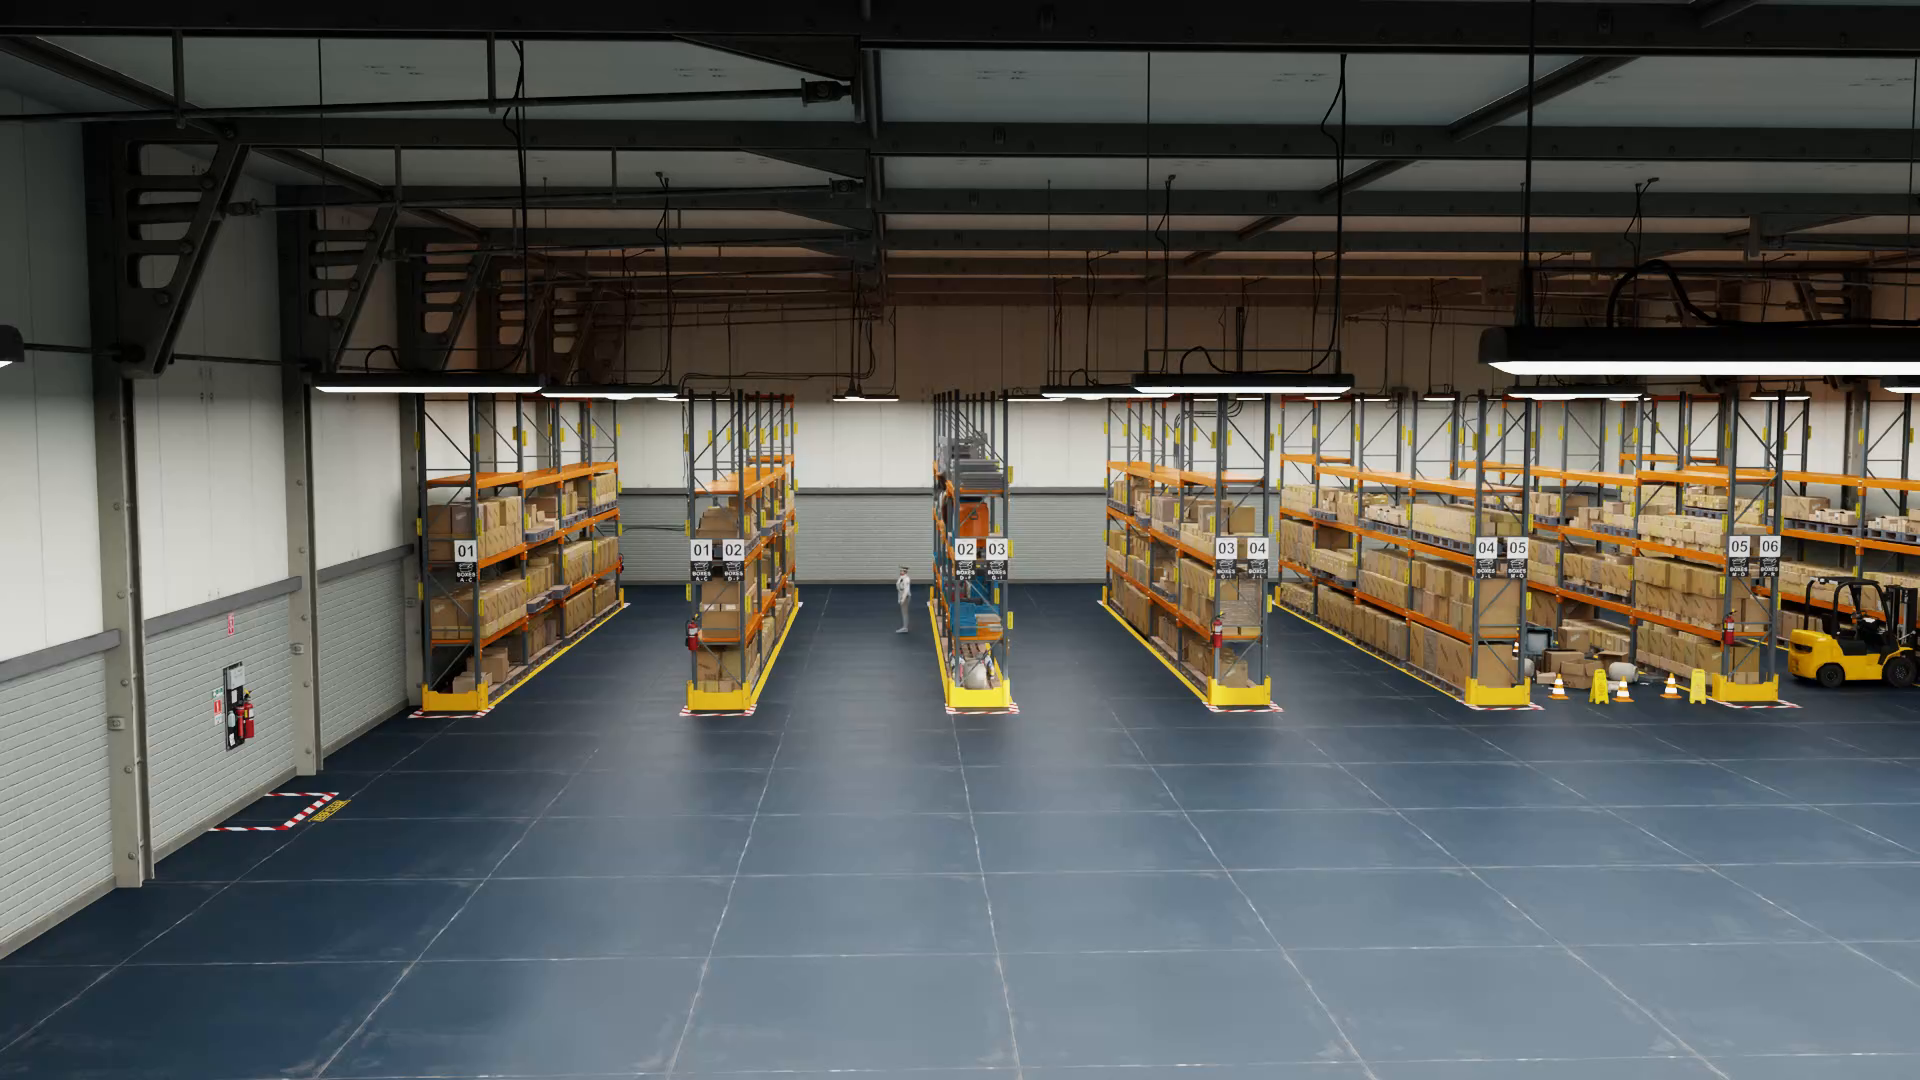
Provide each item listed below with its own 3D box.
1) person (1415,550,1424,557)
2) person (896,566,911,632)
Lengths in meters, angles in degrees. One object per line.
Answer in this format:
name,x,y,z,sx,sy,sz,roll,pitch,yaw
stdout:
person,13.496,0.892,49.047,0.745,1.649,0.472,-1,5,-8
person,-1.444,1.476,41.739,0.391,1.688,0.498,-2,5,-25
